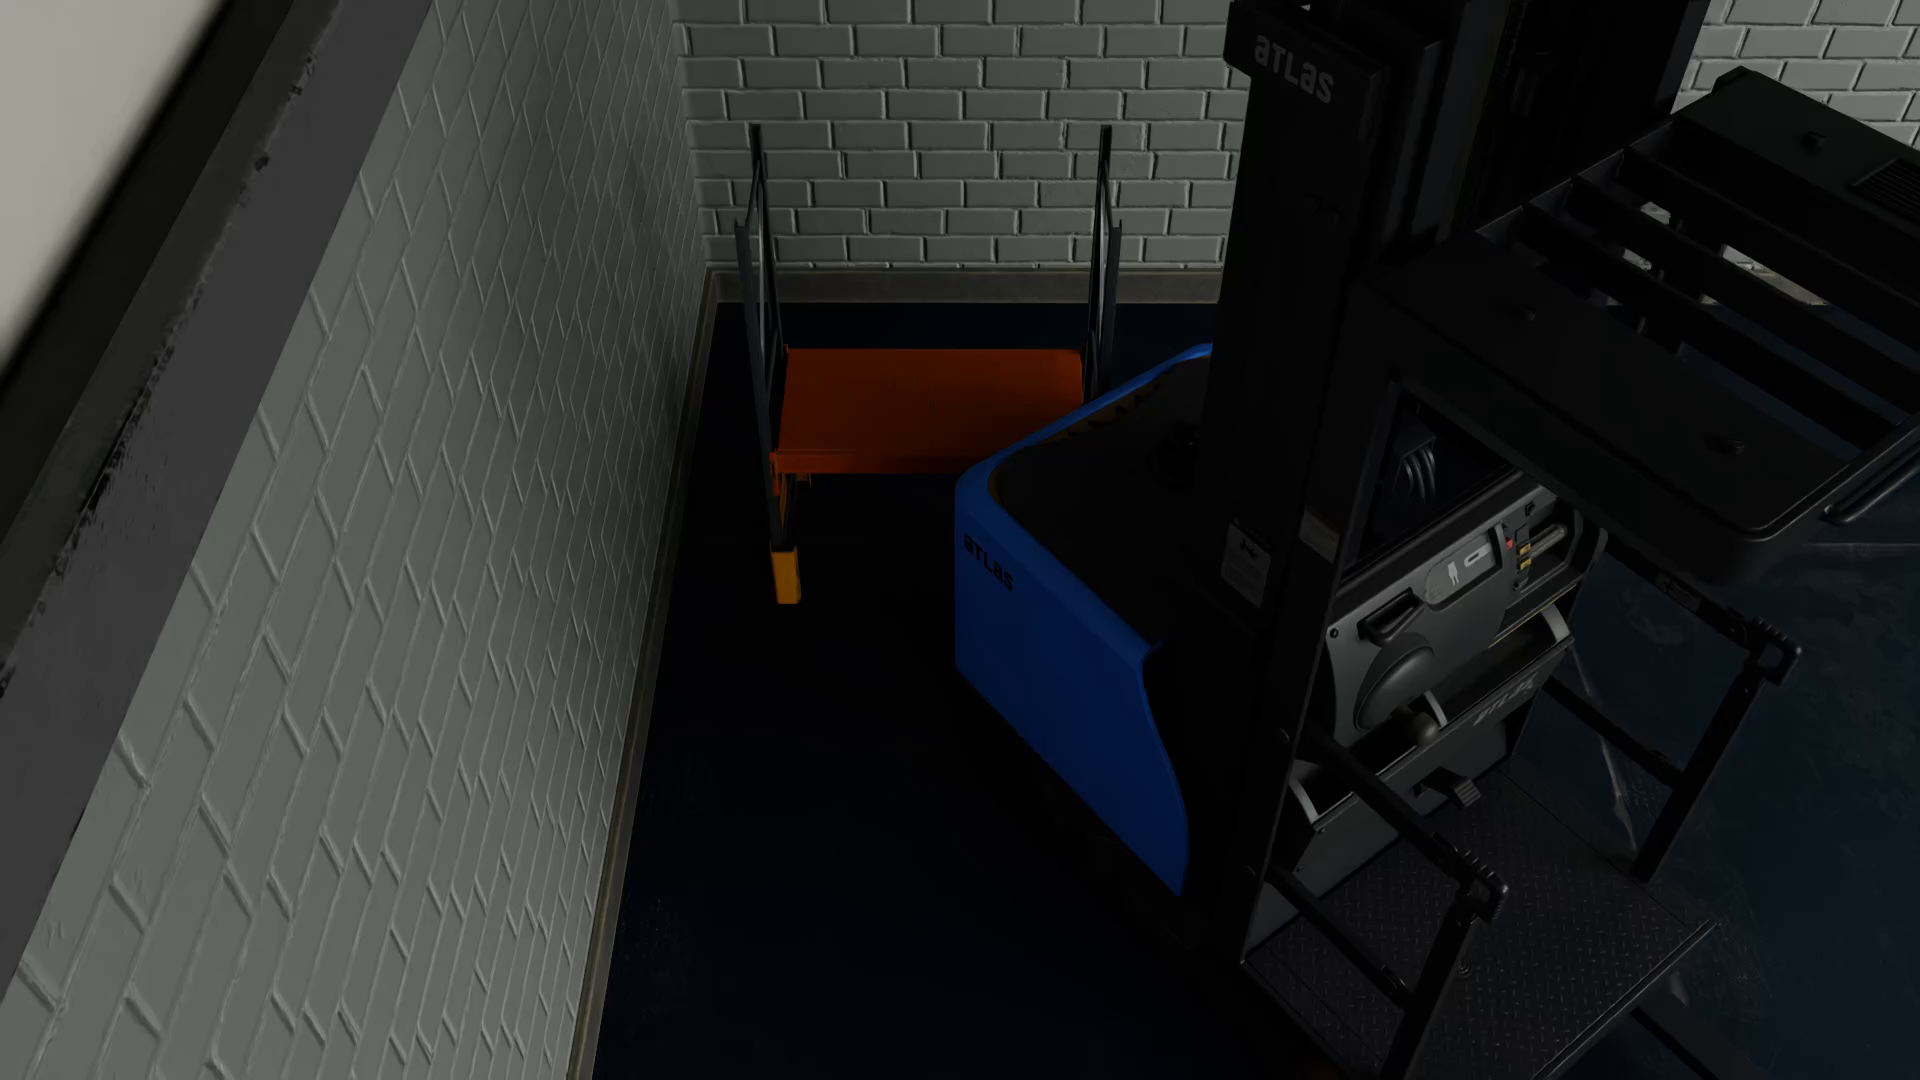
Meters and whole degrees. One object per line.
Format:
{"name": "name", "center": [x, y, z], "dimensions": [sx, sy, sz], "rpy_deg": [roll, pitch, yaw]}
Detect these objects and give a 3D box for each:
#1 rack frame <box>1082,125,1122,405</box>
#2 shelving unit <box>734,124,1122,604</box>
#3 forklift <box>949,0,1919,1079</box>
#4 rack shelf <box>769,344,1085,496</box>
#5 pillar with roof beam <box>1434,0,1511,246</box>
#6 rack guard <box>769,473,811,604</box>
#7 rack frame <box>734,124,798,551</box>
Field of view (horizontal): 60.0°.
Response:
{"name": "rack frame", "center": [0.423, -0.510, 5.200], "dimensions": [0.032, 1.500, 0.500], "rpy_deg": [0, 47, 0]}
{"name": "shelving unit", "center": [-0.076, -0.511, 5.201], "dimensions": [1.083, 1.500, 0.587], "rpy_deg": [0, 47, 0]}
{"name": "forklift", "center": [1.265, 0.203, 3.558], "dimensions": [1.130, 2.935, 3.031], "rpy_deg": [-29, 54, -25]}
{"name": "rack shelf", "center": [-0.085, -0.389, 5.333], "dimensions": [1.000, 0.185, 0.538], "rpy_deg": [0, 47, 0]}
{"name": "pillar with roof beam", "center": [1.988, -0.769, 0.318], "dimensions": [0.400, 9.000, 9.100], "rpy_deg": [0, 47, 0]}
{"name": "rack guard", "center": [-0.574, -0.087, 5.660], "dimensions": [0.087, 0.250, 0.587], "rpy_deg": [0, 47, 0]}
{"name": "rack frame", "center": [-0.594, -0.513, 5.203], "dimensions": [0.032, 1.500, 0.500], "rpy_deg": [0, 47, 0]}
